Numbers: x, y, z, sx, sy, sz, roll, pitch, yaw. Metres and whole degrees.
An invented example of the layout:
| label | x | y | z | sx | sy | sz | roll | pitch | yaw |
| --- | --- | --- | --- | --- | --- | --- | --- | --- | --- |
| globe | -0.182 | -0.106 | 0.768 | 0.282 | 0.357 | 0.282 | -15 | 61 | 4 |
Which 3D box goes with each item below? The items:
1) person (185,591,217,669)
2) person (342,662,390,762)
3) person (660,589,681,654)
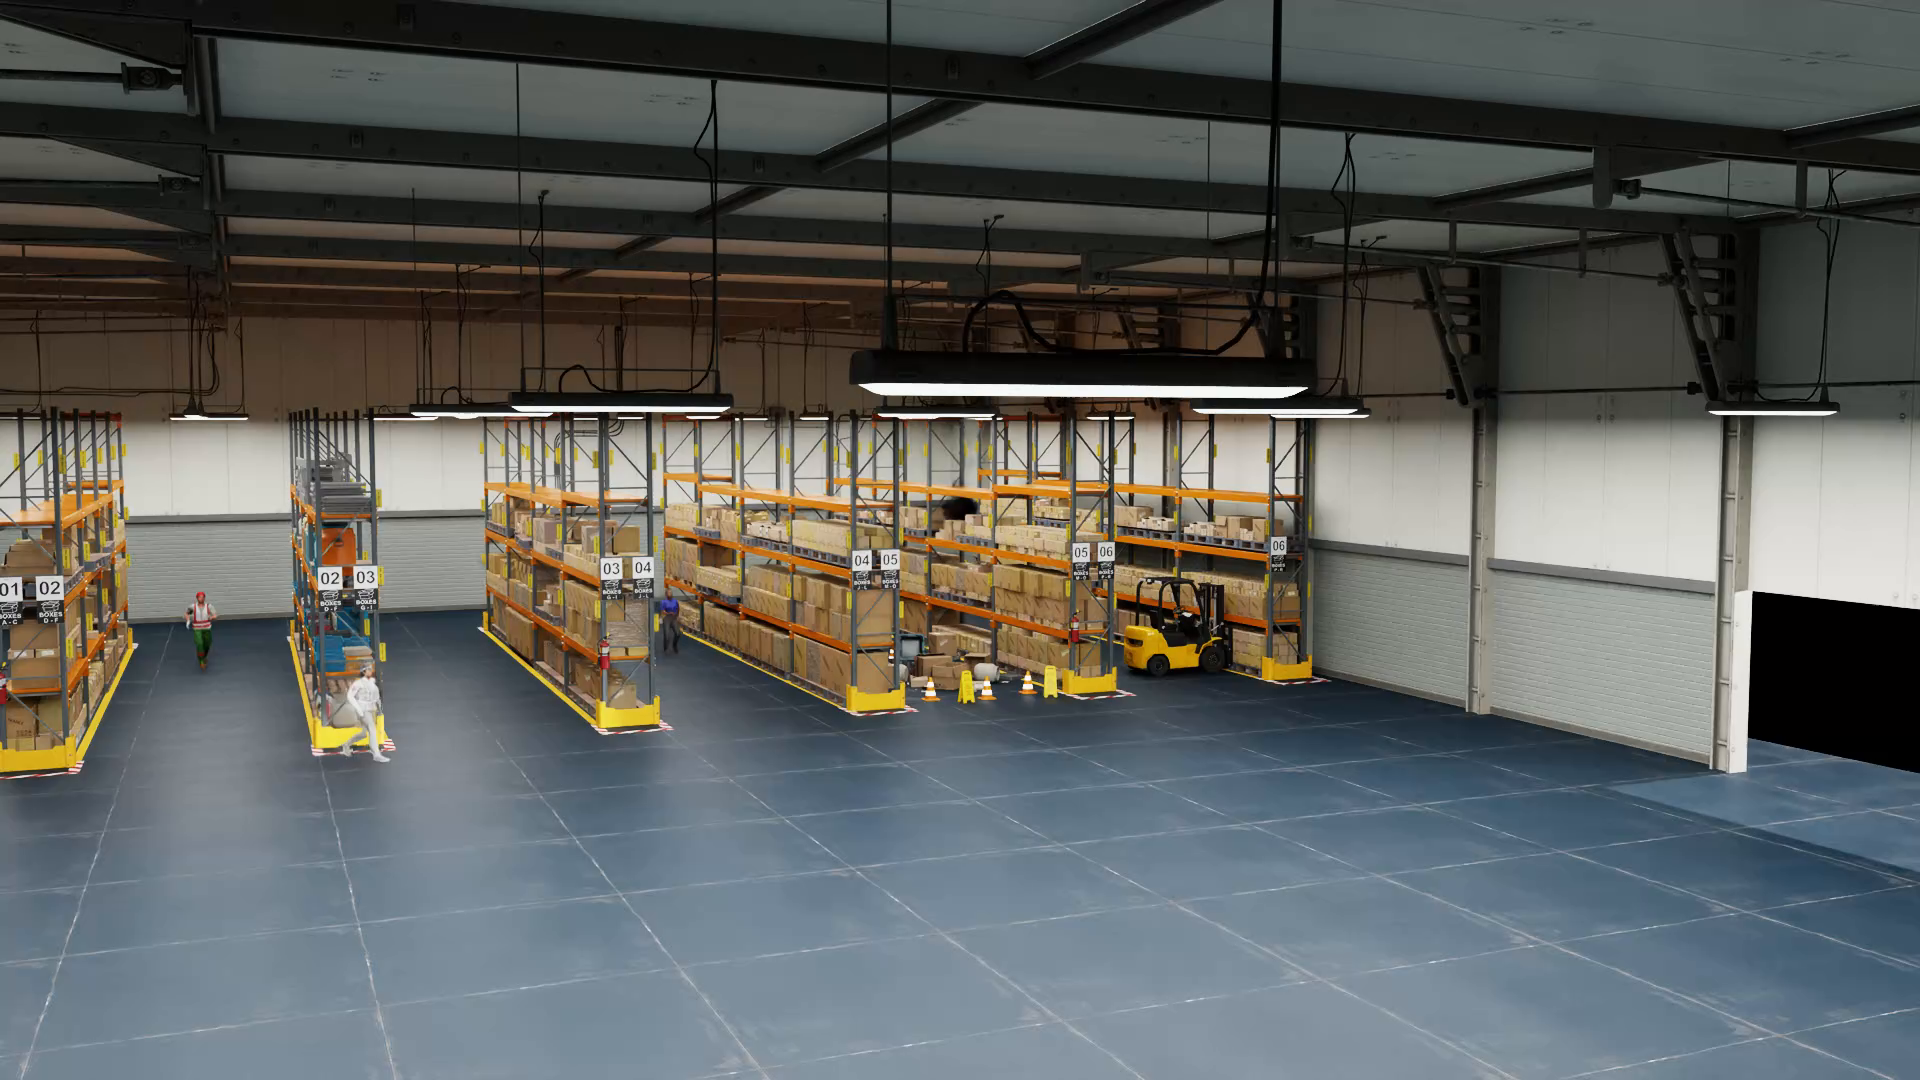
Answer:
| label | x | y | z | sx | sy | sz | roll | pitch | yaw |
| --- | --- | --- | --- | --- | --- | --- | --- | --- | --- |
| person | -17.709 | 2.083 | 38.850 | 0.660 | 1.765 | 1.006 | -3 | 5 | -32 |
| person | -10.024 | 2.887 | 28.093 | 0.885 | 1.680 | 0.616 | 1 | 4 | 14 |
| person | -7.125 | 2.023 | 41.069 | 0.569 | 1.627 | 0.655 | -2 | 5 | -31 |
